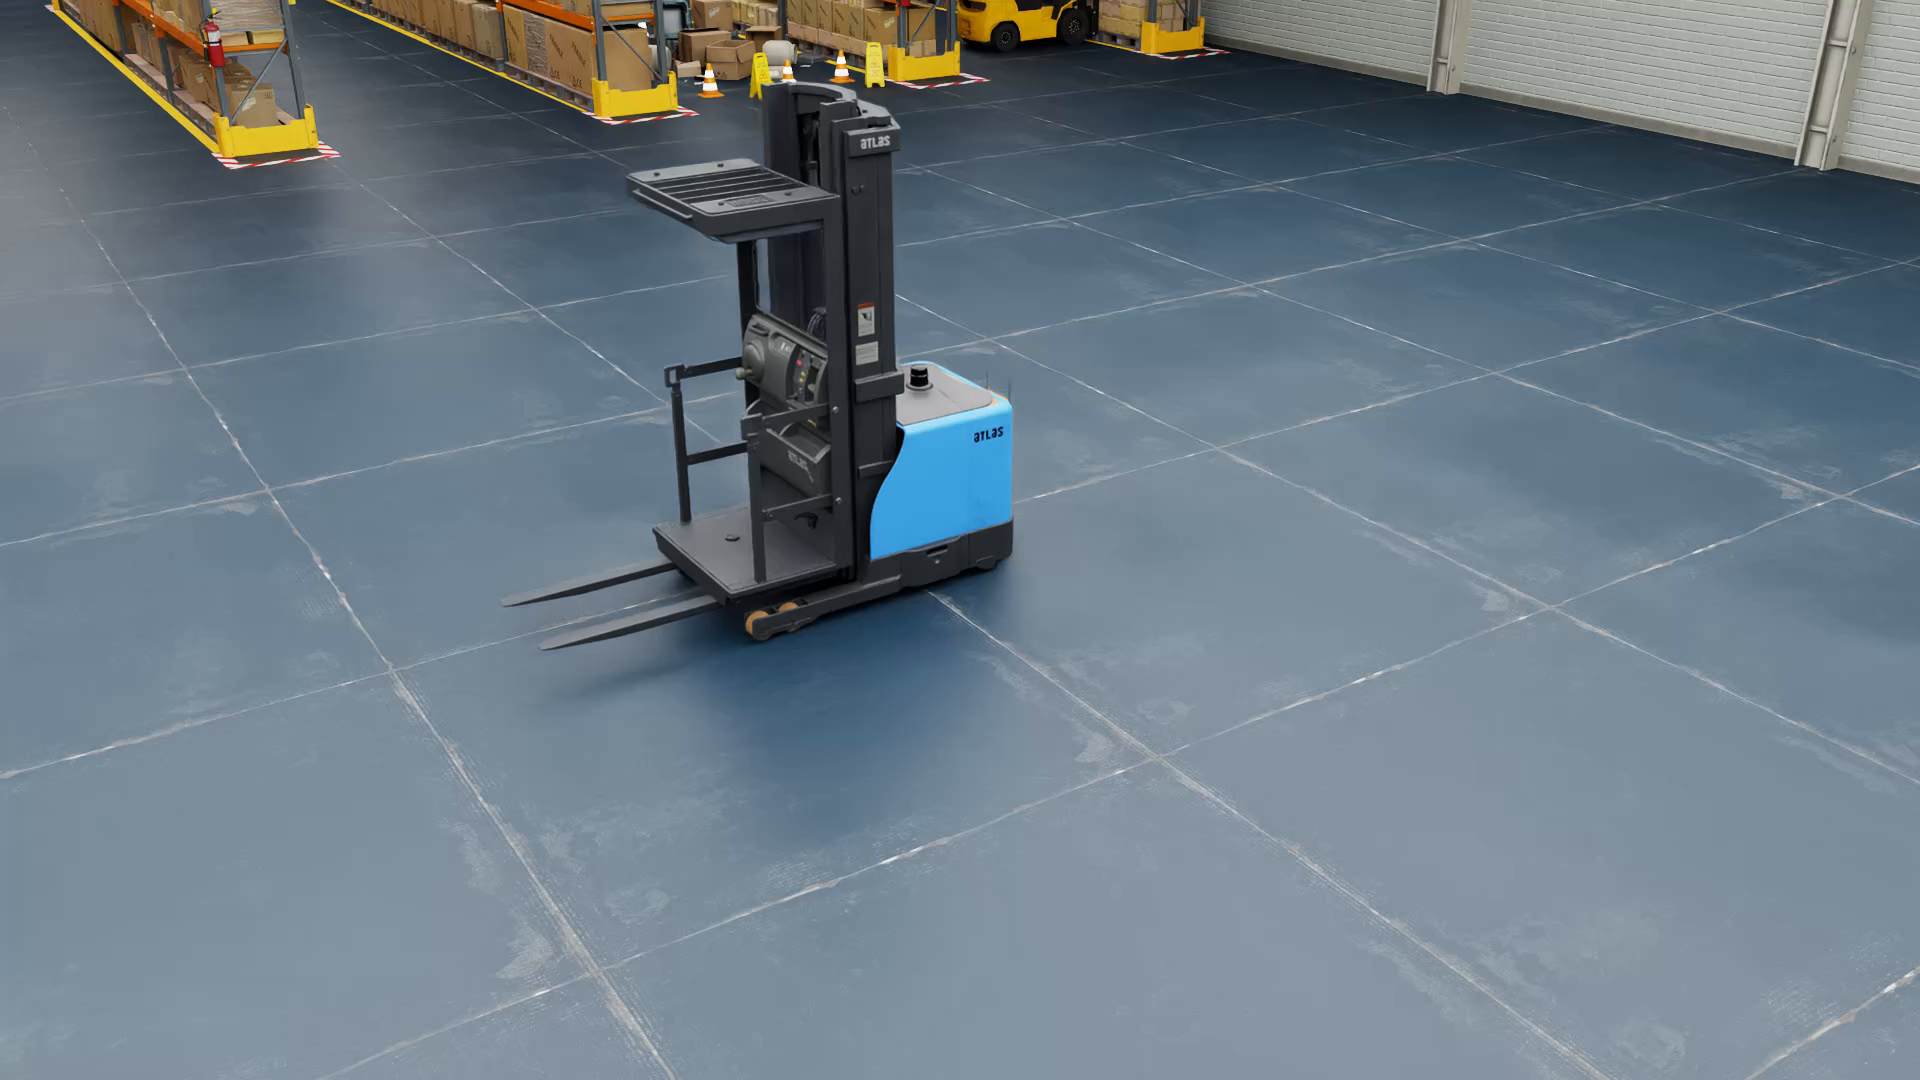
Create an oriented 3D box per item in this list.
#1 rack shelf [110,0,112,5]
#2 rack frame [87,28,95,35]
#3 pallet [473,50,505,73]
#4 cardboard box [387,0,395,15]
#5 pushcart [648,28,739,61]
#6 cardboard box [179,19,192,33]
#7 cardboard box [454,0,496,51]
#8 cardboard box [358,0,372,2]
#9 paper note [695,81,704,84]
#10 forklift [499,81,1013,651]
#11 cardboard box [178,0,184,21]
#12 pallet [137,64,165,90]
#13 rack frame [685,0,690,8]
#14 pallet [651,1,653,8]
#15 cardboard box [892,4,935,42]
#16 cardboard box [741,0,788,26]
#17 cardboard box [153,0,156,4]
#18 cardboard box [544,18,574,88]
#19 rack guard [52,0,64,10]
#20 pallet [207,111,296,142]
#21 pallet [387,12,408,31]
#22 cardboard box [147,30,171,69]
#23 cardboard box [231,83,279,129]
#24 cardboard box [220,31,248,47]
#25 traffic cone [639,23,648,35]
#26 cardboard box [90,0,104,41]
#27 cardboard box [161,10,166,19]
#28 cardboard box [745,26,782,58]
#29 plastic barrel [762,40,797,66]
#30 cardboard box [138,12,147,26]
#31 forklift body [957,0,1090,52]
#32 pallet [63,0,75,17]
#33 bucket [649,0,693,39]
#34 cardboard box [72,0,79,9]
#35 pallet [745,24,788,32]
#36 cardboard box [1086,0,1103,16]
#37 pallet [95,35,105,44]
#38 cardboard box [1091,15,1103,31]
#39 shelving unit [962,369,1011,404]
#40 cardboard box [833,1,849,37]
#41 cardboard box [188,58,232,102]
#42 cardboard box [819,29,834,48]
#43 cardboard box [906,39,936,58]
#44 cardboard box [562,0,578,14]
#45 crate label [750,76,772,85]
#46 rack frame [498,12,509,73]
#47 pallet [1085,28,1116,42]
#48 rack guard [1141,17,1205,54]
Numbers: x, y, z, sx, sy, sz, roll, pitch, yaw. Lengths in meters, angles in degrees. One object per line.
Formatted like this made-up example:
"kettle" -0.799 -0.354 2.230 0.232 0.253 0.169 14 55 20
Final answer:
"rack shelf" -14.282 -9.589 28.392 1.077 0.370 4.000 -16 29 -30
"rack frame" -15.374 -10.630 29.754 1.000 3.000 0.127 -16 29 -30
"pallet" -7.280 -7.886 27.208 1.003 0.211 1.213 -16 29 -30
"cardboard box" -10.394 -10.110 31.089 0.500 0.500 0.500 -15 29 -29
"pushcart" -4.586 -8.343 27.981 0.936 0.377 1.648 18 31 33
"cardboard box" -10.058 -6.790 21.915 0.380 0.149 0.250 -16 29 -30
"cardboard box" -7.733 -8.608 27.614 1.050 0.750 0.750 -16 29 -30
"cardboard box" -11.662 -10.711 32.774 0.380 0.149 0.250 -15 29 -29
"paper note" -4.023 -7.056 25.663 0.144 0.017 0.142 -6 26 -12
"forklift" -1.180 -1.006 9.448 3.031 2.935 1.130 -16 29 -30
"cardboard box" -9.710 -7.061 21.727 0.875 0.500 0.500 -16 29 -30
"pallet" -12.103 -7.223 25.803 1.003 0.211 1.213 -16 29 -30
"rack frame" -4.887 -11.509 31.616 1.000 3.000 0.127 -16 29 -30
"pallet" -5.916 -10.983 33.769 1.003 0.211 1.213 -16 29 -30
"cardboard box" -0.742 -8.294 26.657 0.500 0.500 0.500 -17 30 -31
"cardboard box" -3.387 -9.523 29.996 0.950 0.372 0.625 -14 28 -26
"cardboard box" -10.813 -7.773 23.237 0.875 0.500 0.500 -16 29 -30
"cardboard box" -5.520 -7.228 24.545 0.875 0.875 0.875 -16 30 -30
"rack guard" -17.570 -10.939 33.337 1.175 0.500 0.348 -16 29 -30
"pallet" -9.278 -5.403 21.948 1.003 0.211 1.213 -16 29 -30
"pallet" -10.066 -9.774 31.207 1.003 0.211 1.213 -16 29 -30
"cardboard box" -12.179 -7.636 25.825 0.700 0.500 0.500 -13 28 -25
"cardboard box" -9.150 -5.625 21.588 0.500 0.500 0.500 -10 27 -20
"cardboard box" -9.151 -6.278 20.830 0.380 0.149 0.250 -16 29 -30
"traffic cone" -5.549 -8.919 29.101 0.336 0.463 0.334 -16 29 -30
"cardboard box" -14.029 -9.001 28.300 1.225 0.875 0.875 -15 29 -29
"cardboard box" -10.856 -7.333 23.064 0.380 0.149 0.250 -16 29 -30
"cardboard box" -3.258 -8.249 27.635 0.500 0.500 0.500 3 25 6
"plastic barrel" -2.916 -7.868 26.922 0.512 0.421 0.421 3 25 6
"cardboard box" -12.799 -8.374 26.510 0.500 0.250 0.500 -14 29 -28
"forklift body" 1.073 -9.675 28.725 2.313 2.155 1.214 -16 29 -30
"pallet" -17.055 -10.532 32.813 1.003 0.211 1.213 -16 29 -30
"bucket" -4.790 -8.584 27.474 0.726 0.611 0.620 -6 16 -12
"cardboard box" -16.644 -10.754 32.014 0.875 0.875 0.875 -16 29 -30
"pallet" -3.130 -9.095 29.769 1.003 0.211 1.213 -16 29 -30
"cardboard box" 2.545 -9.441 29.379 0.500 0.250 0.500 -16 30 -31
"pallet" -14.889 -9.111 29.802 1.003 0.211 1.213 -16 29 -30
"cardboard box" 2.587 -9.208 29.470 0.500 0.250 0.500 -15 29 -29
"shelving unit" 0.169 -0.550 10.685 0.215 1.050 0.252 -16 30 -31
"cardboard box" -1.733 -8.527 27.149 0.500 0.500 0.500 -16 30 -31
"cardboard box" -10.503 -6.473 23.384 0.500 0.500 0.500 -6 26 -13
"cardboard box" -2.015 -8.373 27.702 0.500 0.250 0.500 -16 30 -30
"cardboard box" -0.728 -7.947 26.799 0.500 0.250 0.500 -16 30 -30
"cardboard box" -5.171 -7.839 23.667 0.875 0.550 0.550 -16 29 -30
"crate label" -3.061 -7.093 25.614 0.298 0.136 0.250 12 28 24
"rack frame" -6.796 -8.888 26.065 1.000 3.000 0.127 -16 29 -30
"pallet" 2.523 -9.244 30.085 1.003 0.211 1.213 -16 29 -30
"rack guard" 3.650 -8.667 28.523 1.175 0.500 0.348 -16 29 -30
